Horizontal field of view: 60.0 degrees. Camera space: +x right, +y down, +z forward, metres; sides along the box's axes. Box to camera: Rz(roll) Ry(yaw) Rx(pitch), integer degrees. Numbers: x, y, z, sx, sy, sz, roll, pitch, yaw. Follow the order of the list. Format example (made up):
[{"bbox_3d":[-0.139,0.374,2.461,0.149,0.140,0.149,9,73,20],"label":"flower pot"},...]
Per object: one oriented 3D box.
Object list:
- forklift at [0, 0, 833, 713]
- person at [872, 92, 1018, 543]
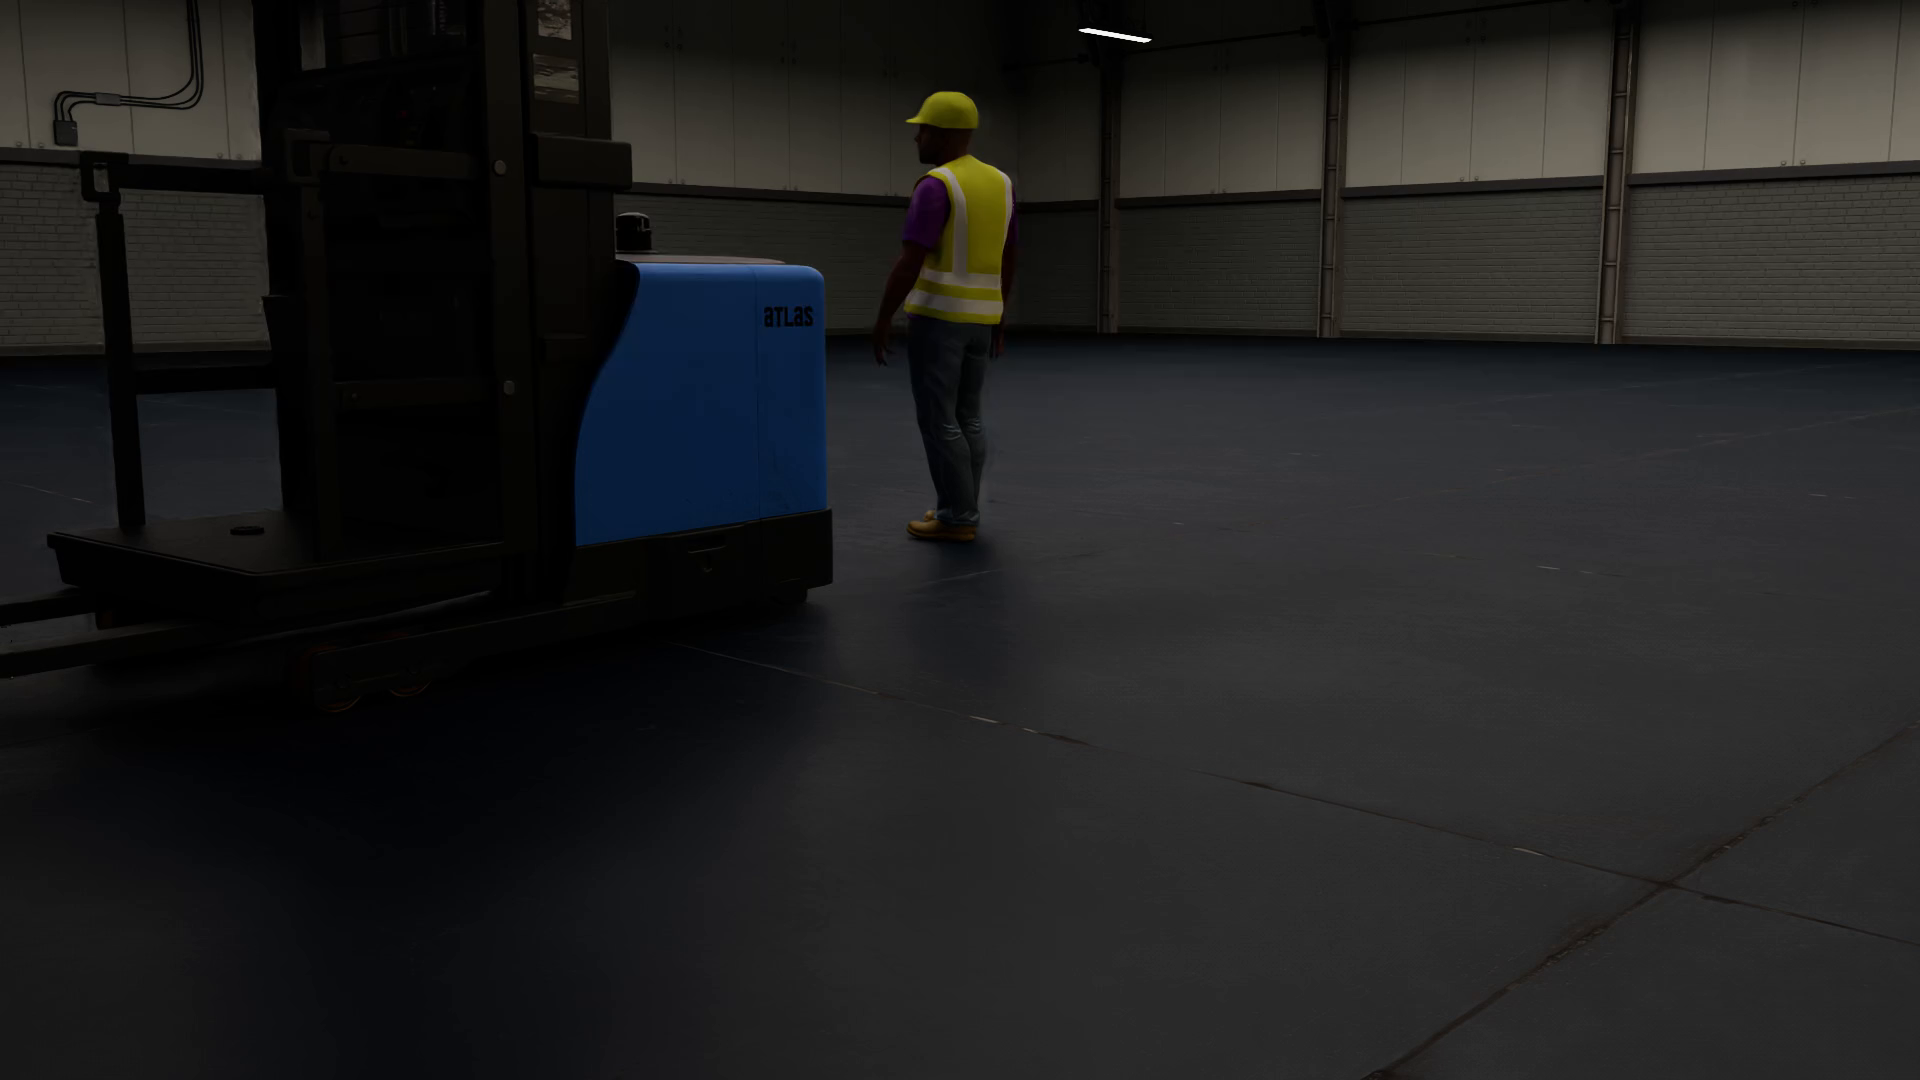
[{"bbox_3d":[-1.722,-1.118,4.301,1.130,2.935,3.031,7,11,38],"label":"forklift"},{"bbox_3d":[-0.095,-0.876,6.643,0.530,1.764,0.701,6,11,35],"label":"person"}]
